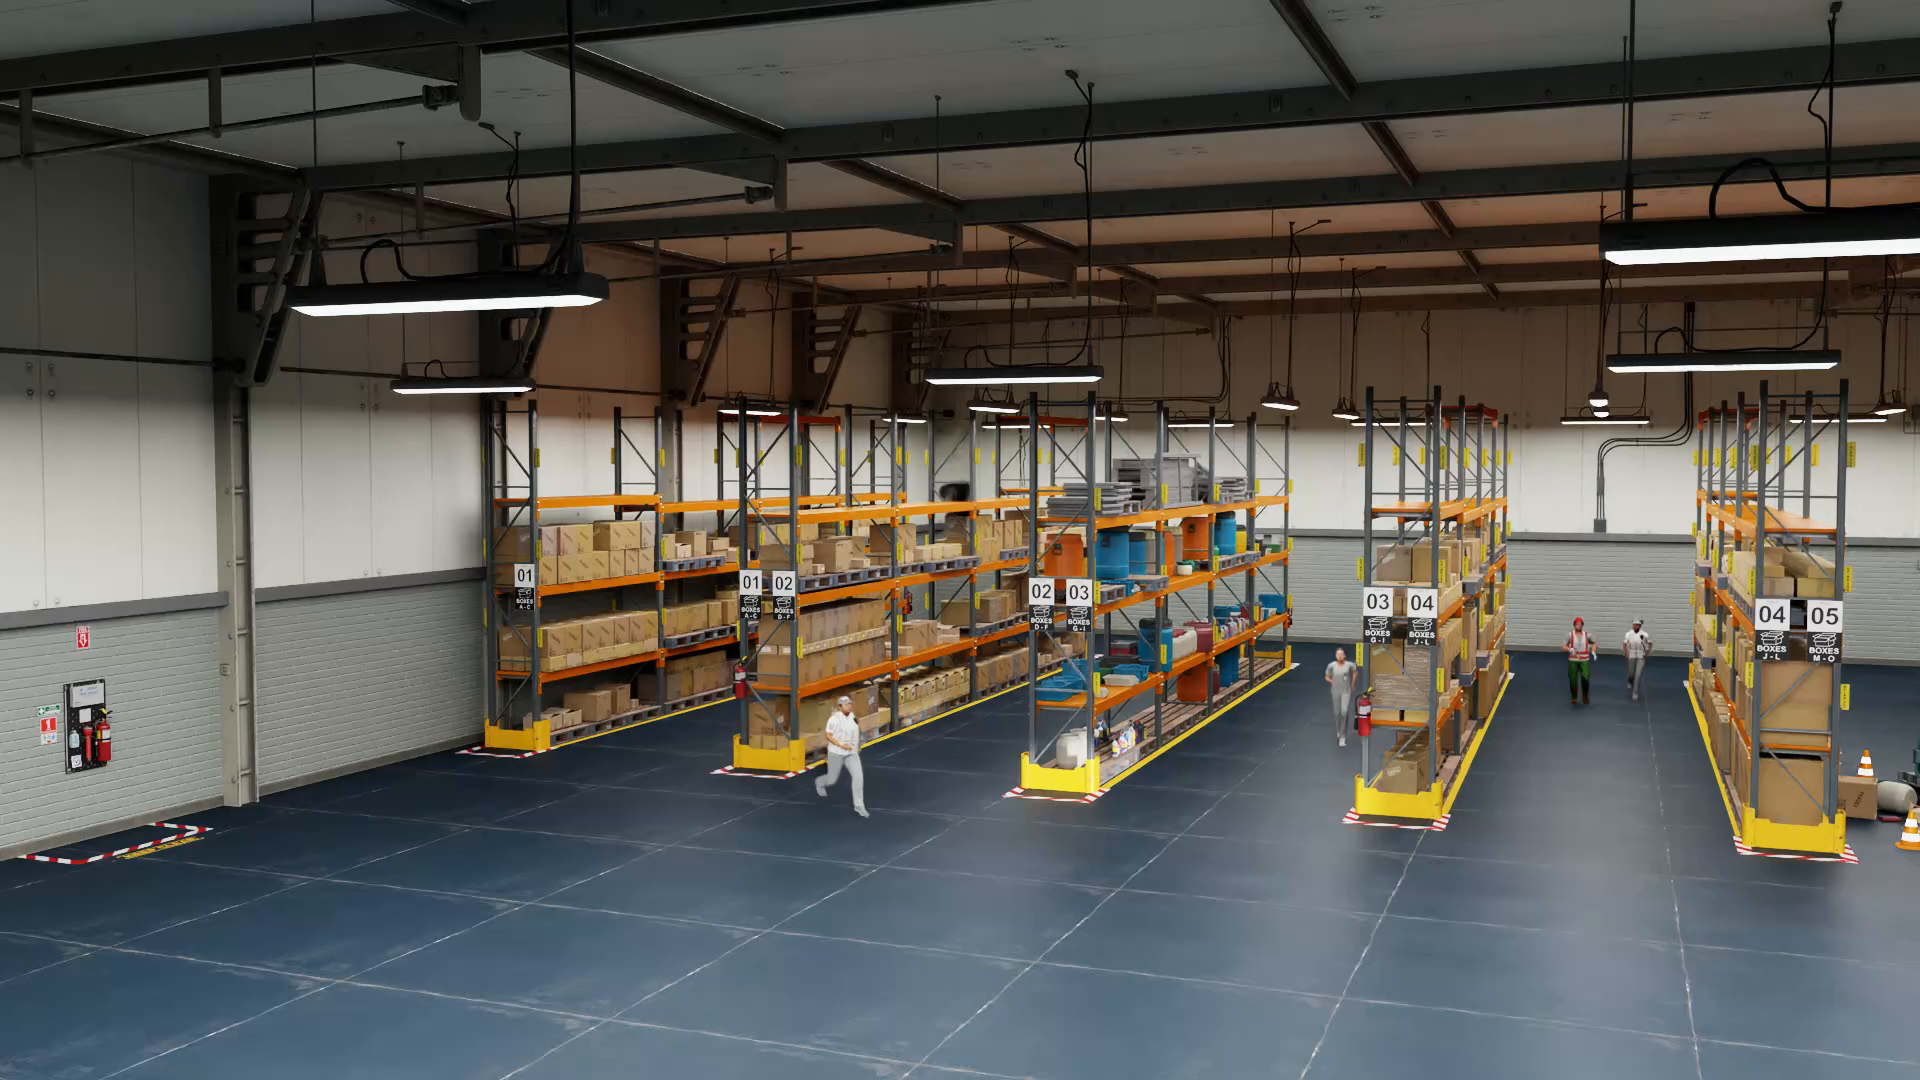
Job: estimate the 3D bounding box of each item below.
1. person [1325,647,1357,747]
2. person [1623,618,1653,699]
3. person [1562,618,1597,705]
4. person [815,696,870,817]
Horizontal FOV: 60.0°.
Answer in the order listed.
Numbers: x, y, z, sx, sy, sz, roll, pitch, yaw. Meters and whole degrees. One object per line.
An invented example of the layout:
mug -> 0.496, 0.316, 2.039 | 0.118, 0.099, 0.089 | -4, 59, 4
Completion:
person -> 6.675, 2.719, 29.189 | 0.507, 1.696, 0.878 | 1, 3, 23
person -> 14.194, 2.465, 34.830 | 0.583, 1.689, 0.683 | 1, 3, 27
person -> 12.499, 2.454, 33.569 | 0.671, 1.762, 0.664 | 1, 3, 19
person -> -1.657, 3.039, 23.501 | 0.578, 1.671, 1.001 | -2, 4, -38
